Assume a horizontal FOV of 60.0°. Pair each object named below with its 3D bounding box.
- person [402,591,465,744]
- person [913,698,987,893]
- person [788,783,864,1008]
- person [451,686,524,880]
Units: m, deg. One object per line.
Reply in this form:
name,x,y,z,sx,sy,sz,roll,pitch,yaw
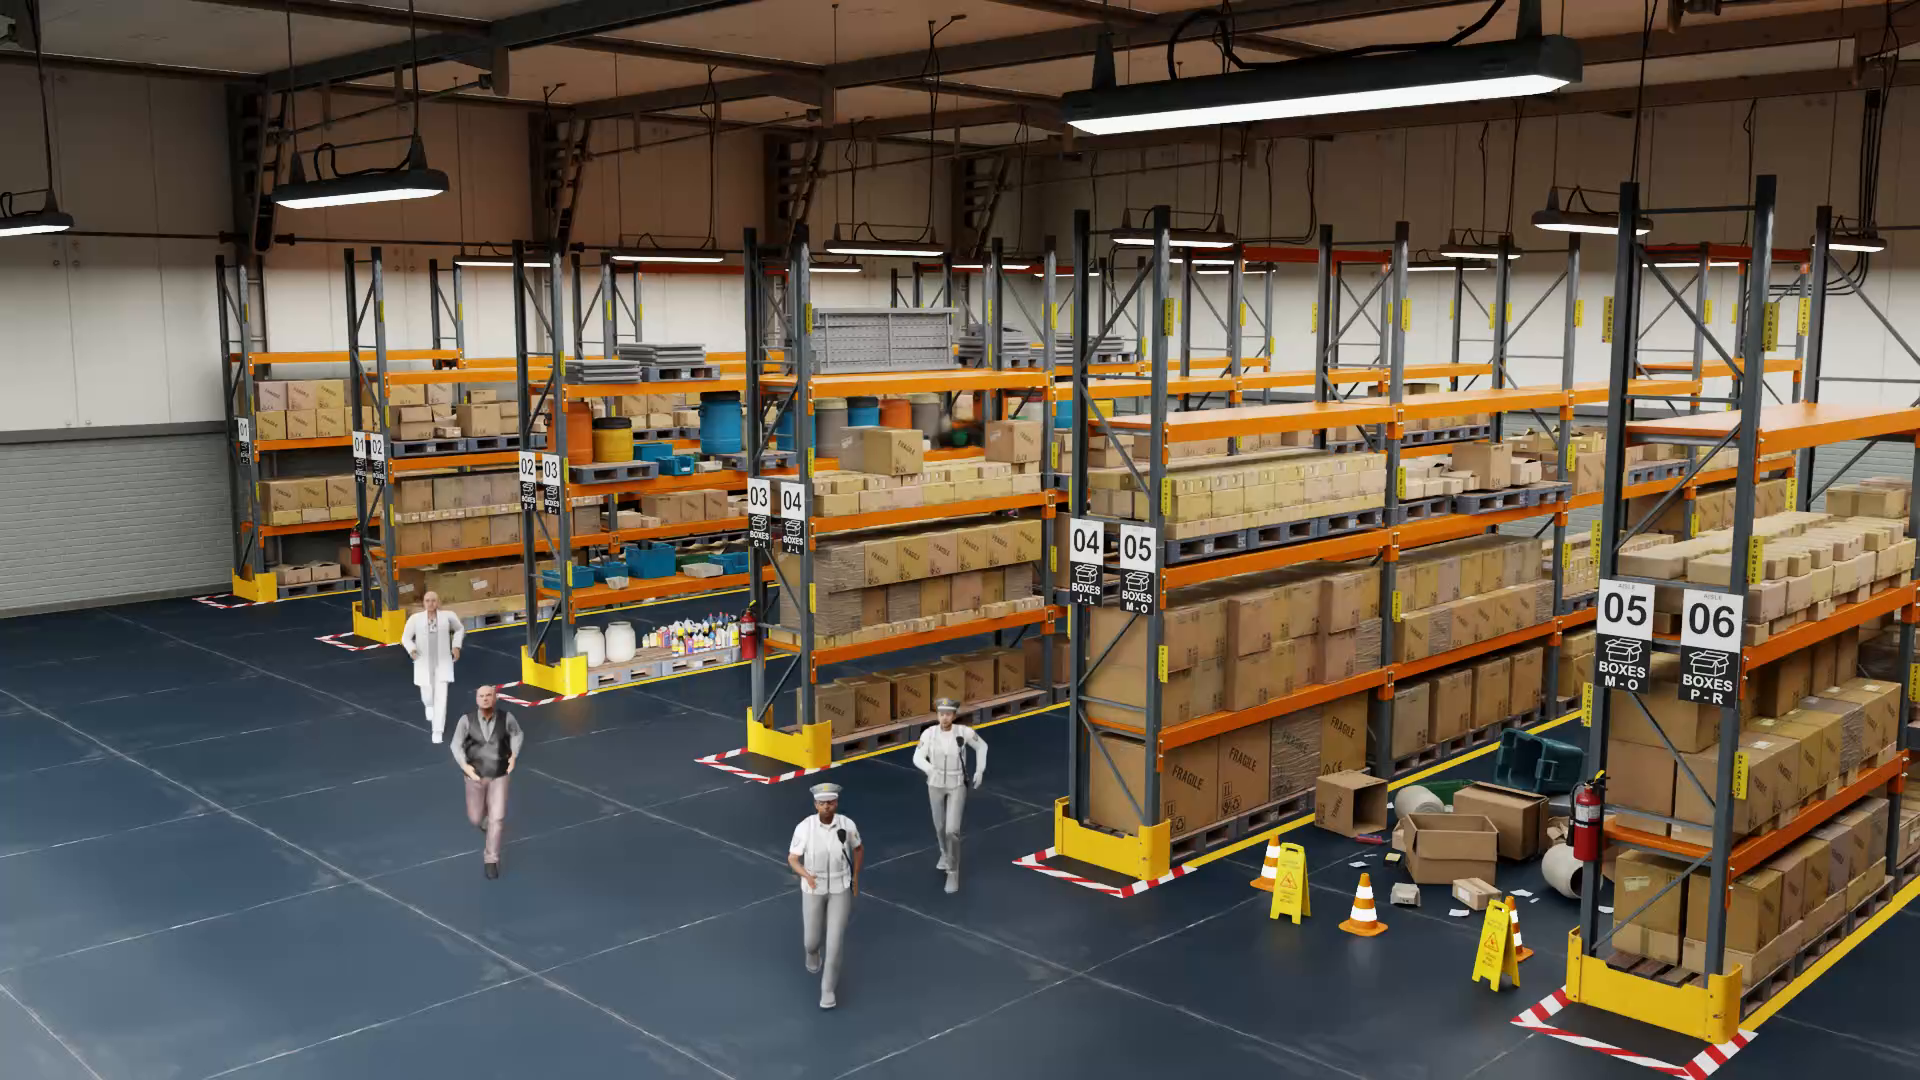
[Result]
person,-6.312,1.489,19.975,0.724,1.779,0.923,-2,8,-16
person,-0.097,2.249,14.892,0.627,1.767,0.740,2,8,11
person,-0.993,2.593,12.430,0.575,1.658,0.690,-1,8,-8
person,-4.370,2.184,15.400,0.643,1.710,0.998,-1,8,-9
